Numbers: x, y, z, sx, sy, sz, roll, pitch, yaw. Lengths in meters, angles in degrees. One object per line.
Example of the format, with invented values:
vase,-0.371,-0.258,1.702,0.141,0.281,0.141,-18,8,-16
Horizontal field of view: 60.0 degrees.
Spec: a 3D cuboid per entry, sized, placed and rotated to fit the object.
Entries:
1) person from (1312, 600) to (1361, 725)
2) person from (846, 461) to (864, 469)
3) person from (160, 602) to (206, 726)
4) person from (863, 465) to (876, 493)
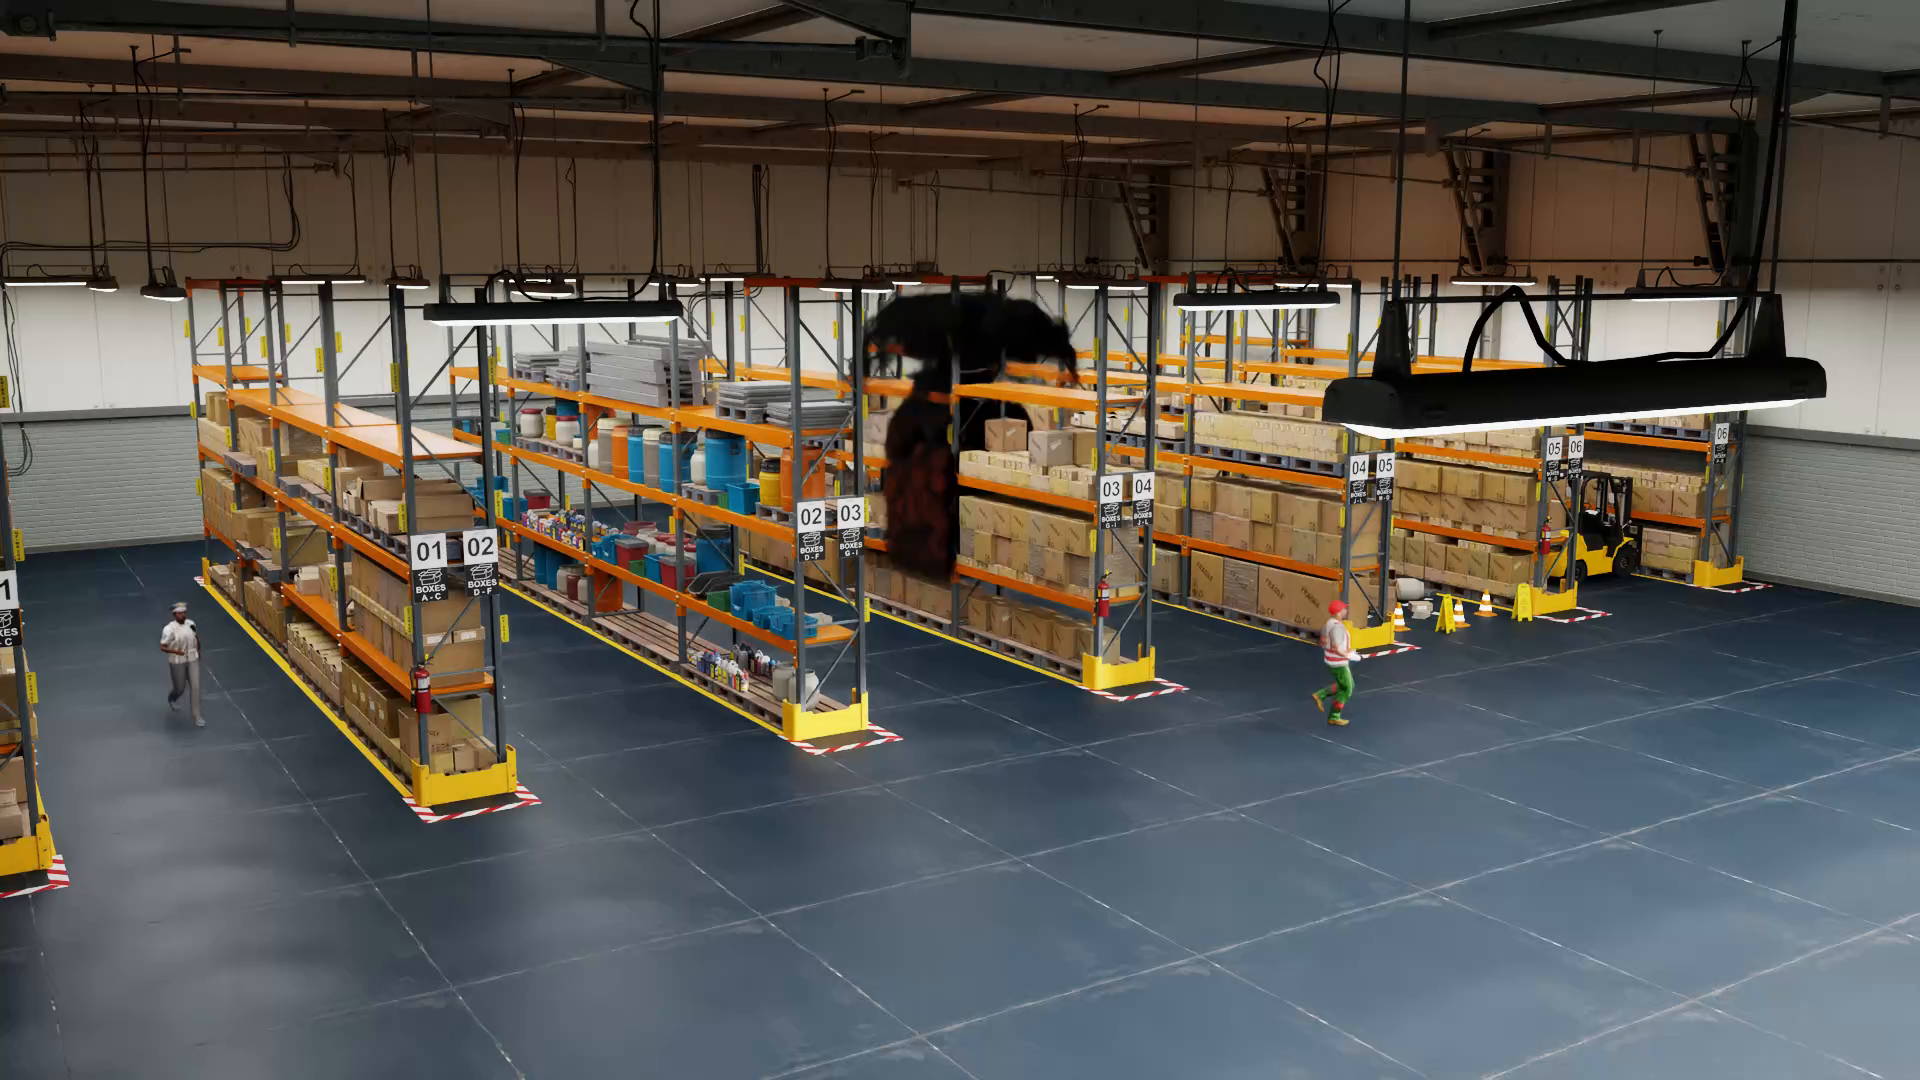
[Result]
person,5.164,1.682,22.813,0.600,1.741,0.657,0,10,1
person,-2.697,-1.580,41.977,0.660,1.771,0.955,4,10,22
person,-10.700,1.681,22.916,0.904,1.690,0.580,9,13,43
person,-2.249,-1.446,41.975,0.718,1.555,0.660,-3,10,-15
